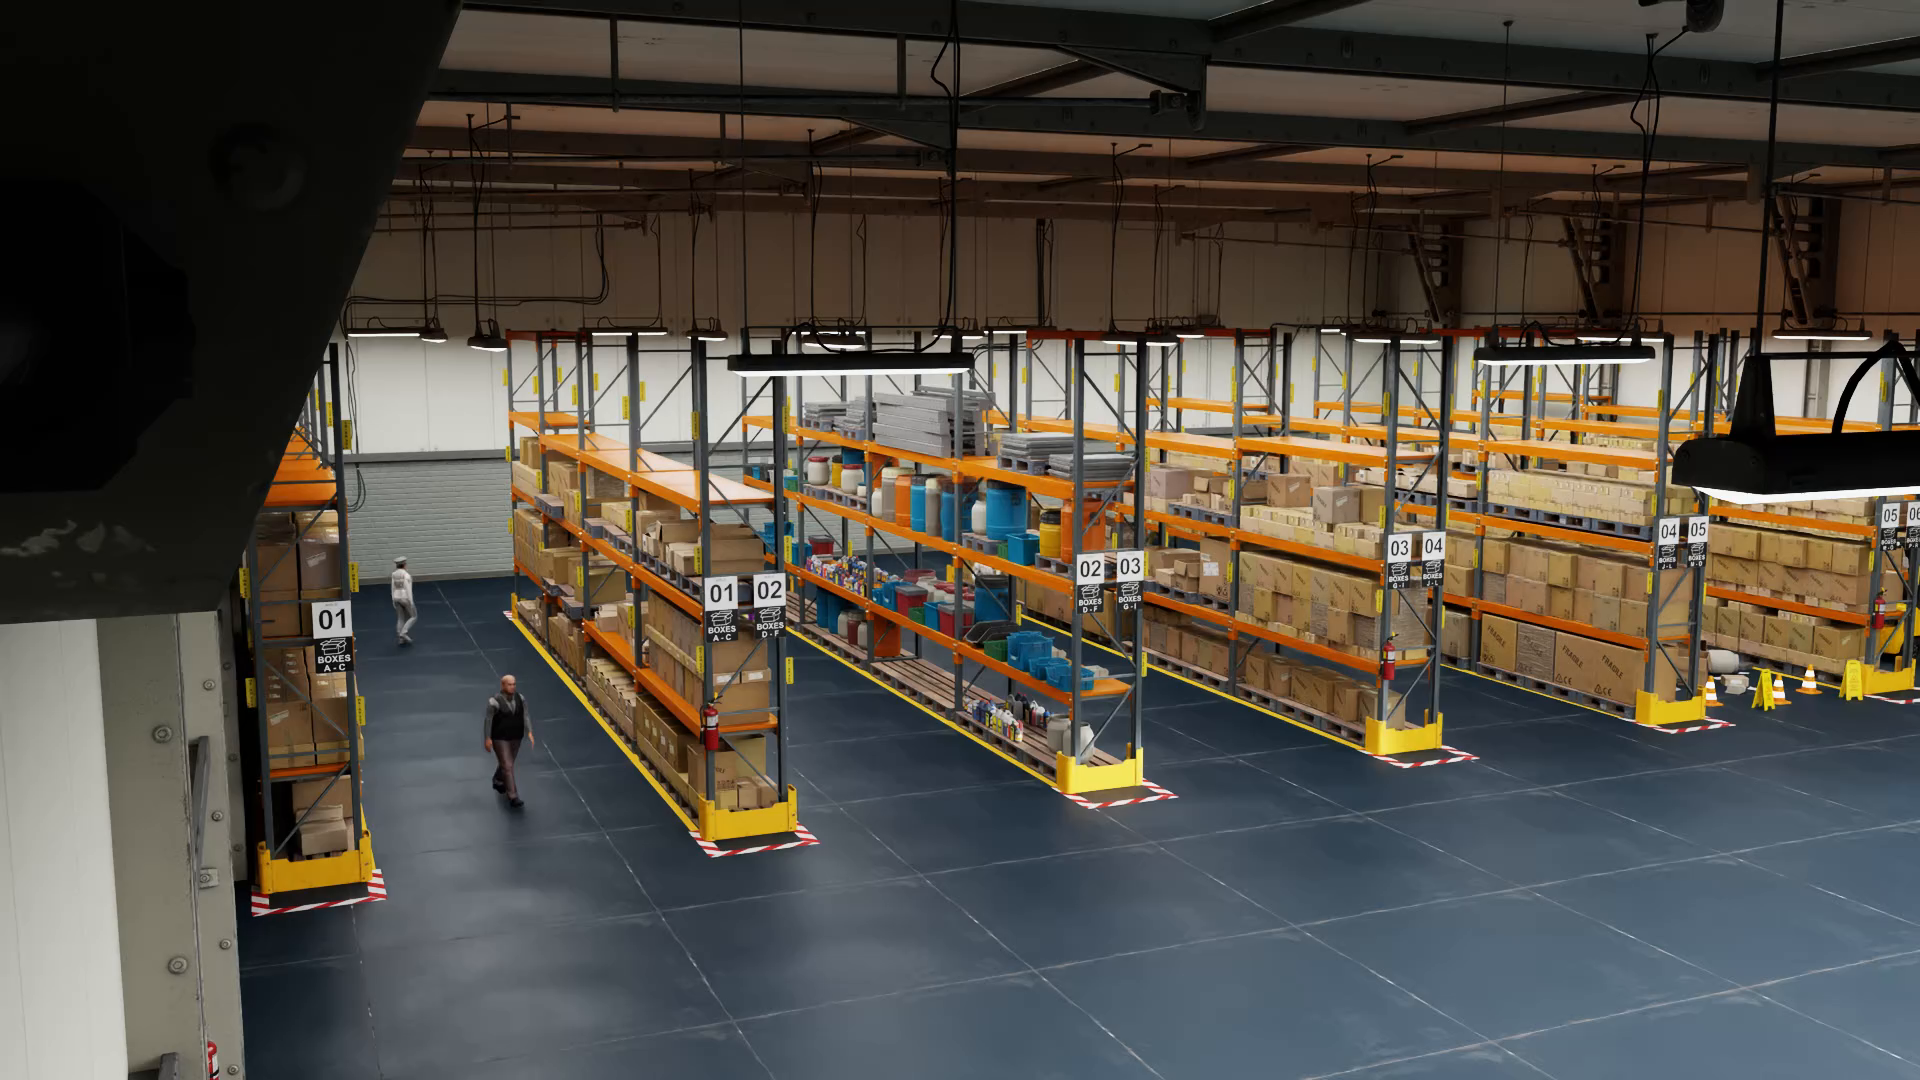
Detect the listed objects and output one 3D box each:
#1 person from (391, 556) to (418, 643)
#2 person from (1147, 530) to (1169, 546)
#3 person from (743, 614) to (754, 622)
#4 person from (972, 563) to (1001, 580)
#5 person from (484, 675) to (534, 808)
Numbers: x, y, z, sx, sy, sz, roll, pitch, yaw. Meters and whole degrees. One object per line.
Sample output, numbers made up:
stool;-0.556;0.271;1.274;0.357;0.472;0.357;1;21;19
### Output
person;-10.727;1.164;31.936;0.514;1.677;0.448;4;9;26
person;5.318;-0.685;45.232;1.137;1.731;0.576;-6;10;-39
person;-3.747;1.640;28.107;0.664;1.680;1.084;-3;8;-20
person;0.551;0.920;34.028;0.650;1.602;0.695;-1;8;-9
person;-5.852;2.572;21.569;1.068;1.668;0.568;7;11;42
